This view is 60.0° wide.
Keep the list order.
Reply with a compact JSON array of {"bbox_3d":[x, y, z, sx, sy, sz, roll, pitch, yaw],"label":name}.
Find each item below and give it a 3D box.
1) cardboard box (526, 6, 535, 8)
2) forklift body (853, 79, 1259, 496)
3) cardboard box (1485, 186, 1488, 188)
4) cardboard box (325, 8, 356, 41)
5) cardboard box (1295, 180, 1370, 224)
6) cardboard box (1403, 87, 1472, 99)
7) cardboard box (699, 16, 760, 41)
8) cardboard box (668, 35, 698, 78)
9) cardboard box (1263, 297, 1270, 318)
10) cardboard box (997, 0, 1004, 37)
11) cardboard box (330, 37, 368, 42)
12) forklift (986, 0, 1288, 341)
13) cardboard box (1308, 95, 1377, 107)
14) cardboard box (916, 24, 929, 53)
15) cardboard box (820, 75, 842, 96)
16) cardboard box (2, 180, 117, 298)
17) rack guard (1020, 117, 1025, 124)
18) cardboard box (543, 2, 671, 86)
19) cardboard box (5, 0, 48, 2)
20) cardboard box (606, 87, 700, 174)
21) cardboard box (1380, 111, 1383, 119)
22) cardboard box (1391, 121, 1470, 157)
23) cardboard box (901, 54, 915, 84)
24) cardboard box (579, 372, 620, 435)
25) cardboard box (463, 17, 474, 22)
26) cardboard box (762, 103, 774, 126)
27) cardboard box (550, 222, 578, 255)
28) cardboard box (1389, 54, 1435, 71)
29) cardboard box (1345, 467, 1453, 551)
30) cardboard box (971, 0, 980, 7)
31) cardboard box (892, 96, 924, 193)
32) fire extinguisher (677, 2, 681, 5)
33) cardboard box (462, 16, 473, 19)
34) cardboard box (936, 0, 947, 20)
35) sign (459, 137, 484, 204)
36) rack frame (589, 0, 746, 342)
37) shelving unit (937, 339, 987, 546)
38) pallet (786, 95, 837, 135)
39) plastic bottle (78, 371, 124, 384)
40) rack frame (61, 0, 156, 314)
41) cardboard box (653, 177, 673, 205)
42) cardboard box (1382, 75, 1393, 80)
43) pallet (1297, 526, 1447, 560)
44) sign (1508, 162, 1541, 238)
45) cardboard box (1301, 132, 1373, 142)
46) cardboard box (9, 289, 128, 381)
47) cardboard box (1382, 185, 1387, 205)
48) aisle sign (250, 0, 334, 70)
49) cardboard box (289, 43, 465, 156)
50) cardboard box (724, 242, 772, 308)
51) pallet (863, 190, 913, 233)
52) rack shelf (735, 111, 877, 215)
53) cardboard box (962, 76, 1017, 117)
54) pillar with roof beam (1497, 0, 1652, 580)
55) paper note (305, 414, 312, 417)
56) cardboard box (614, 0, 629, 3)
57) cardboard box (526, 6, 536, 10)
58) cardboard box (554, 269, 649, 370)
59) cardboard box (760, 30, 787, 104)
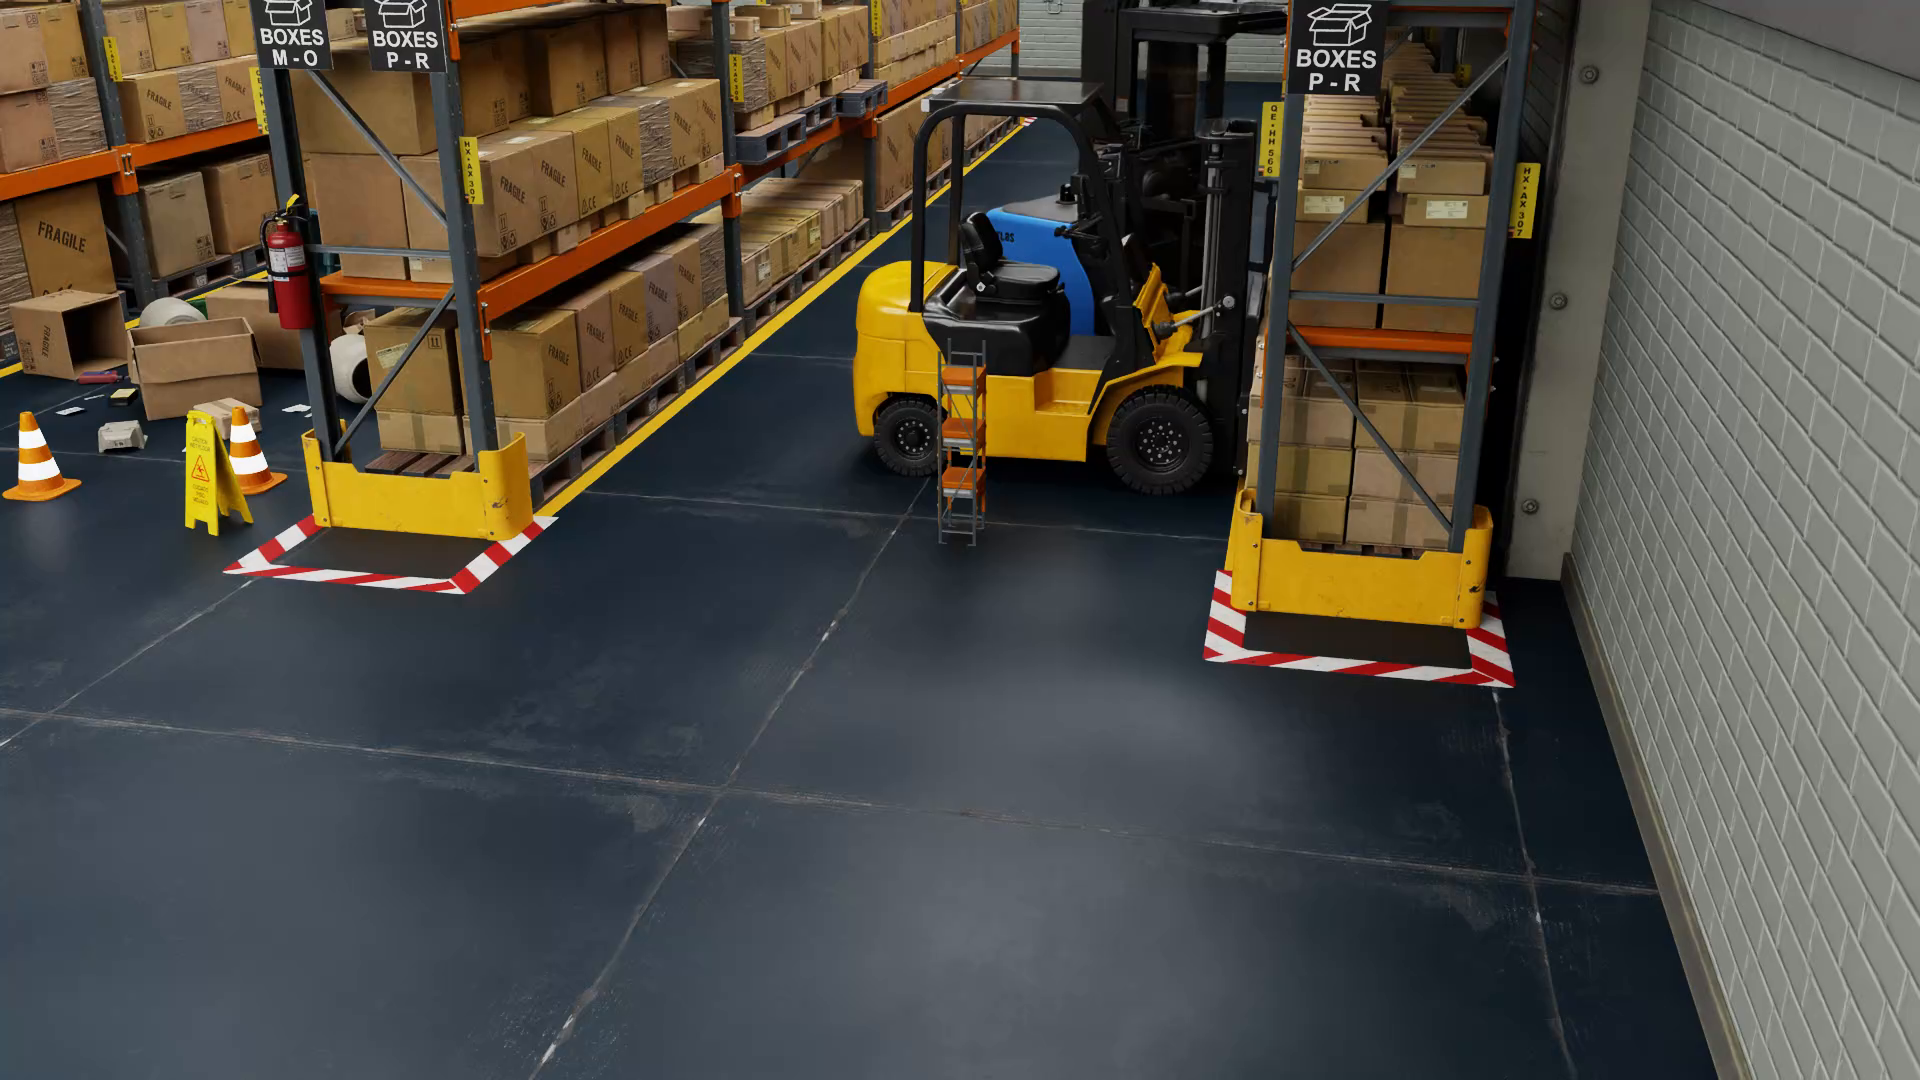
[{"bbox_3d":[-5.254,-6.383,19.666,0.380,0.149,0.250,5,23,13],"label":"cardboard box"},{"bbox_3d":[0.516,-1.524,9.758,2.313,2.155,1.214,4,22,11],"label":"forklift body"},{"bbox_3d":[2.518,-1.903,8.560,0.380,0.149,0.250,5,22,11],"label":"cardboard box"},{"bbox_3d":[-6.281,-5.075,15.966,0.700,0.500,0.500,4,22,11],"label":"cardboard box"},{"bbox_3d":[1.711,-1.580,7.760,0.380,0.149,0.250,5,22,12],"label":"cardboard box"},{"bbox_3d":[2.839,-2.610,9.920,0.380,0.149,0.250,4,22,10],"label":"cardboard box"},{"bbox_3d":[-1.687,-3.750,12.186,0.380,0.149,0.250,4,22,11],"label":"cardboard box"},{"bbox_3d":[-2.259,-3.490,12.410,0.500,0.500,0.500,4,22,10],"label":"cardboard box"},{"bbox_3d":[2.006,-1.217,9.641,0.500,0.250,0.500,4,22,10],"label":"cardboard box"},{"bbox_3d":[0.268,-6.792,21.568,0.500,0.500,0.500,5,22,12],"label":"cardboard box"},{"bbox_3d":[-6.008,-4.589,16.099,0.500,0.500,0.500,4,22,11],"label":"cardboard box"},{"bbox_3d":[1.595,-2.466,11.053,3.031,2.935,1.130,19,29,39],"label":"forklift"},{"bbox_3d":[2.190,-2.462,9.550,0.380,0.149,0.250,4,22,11],"label":"cardboard box"},{"bbox_3d":[-0.631,-5.271,17.458,0.500,0.250,0.500,5,22,12],"label":"cardboard box"},{"bbox_3d":[-1.242,-3.936,14.385,0.380,0.149,0.250,5,22,12],"label":"cardboard box"},{"bbox_3d":[-7.192,-2.250,12.706,0.875,0.875,0.875,5,22,12],"label":"cardboard box"},{"bbox_3d":[0.325,-6.163,23.486,1.175,0.500,0.348,4,22,11],"label":"rack guard"},{"bbox_3d":[-2.431,-3.428,11.481,0.700,0.500,0.500,4,22,10],"label":"cardboard box"},{"bbox_3d":[-10.714,-6.159,18.654,0.797,0.503,0.637,5,22,12],"label":"cardboard box"},{"bbox_3d":[-2.074,-2.739,11.107,0.500,0.500,0.500,5,23,13],"label":"cardboard box"},{"bbox_3d":[3.086,-2.876,11.511,0.500,0.250,0.500,4,22,10],"label":"cardboard box"},{"bbox_3d":[2.413,-2.055,8.540,0.380,0.149,0.250,5,23,13],"label":"cardboard box"},{"bbox_3d":[-0.766,-4.858,17.102,0.500,0.250,0.500,5,23,13],"label":"cardboard box"},{"bbox_3d":[-2.398,-0.841,10.045,0.500,0.250,0.500,5,23,13],"label":"cardboard box"},{"bbox_3d":[-5.571,-5.676,18.307,0.380,0.149,0.250,5,23,13],"label":"cardboard box"},{"bbox_3d":[-1.647,-3.272,12.736,0.380,0.149,0.250,5,22,12],"label":"cardboard box"},{"bbox_3d":[-2.405,-1.727,9.463,0.380,0.149,0.250,5,22,12],"label":"cardboard box"},{"bbox_3d":[3.542,-3.747,13.139,0.380,0.149,0.250,4,22,10],"label":"cardboard box"},{"bbox_3d":[2.207,-0.169,8.376,0.500,0.250,0.500,5,22,11],"label":"cardboard box"},{"bbox_3d":[-0.053,-6.700,20.003,0.500,0.500,0.500,4,22,10],"label":"cardboard box"},{"bbox_3d":[-0.904,-4.169,17.472,0.875,0.875,0.875,5,22,12],"label":"cardboard box"},{"bbox_3d":[-4.044,-7.502,24.068,0.296,0.674,0.183,4,22,11],"label":"fire extinguisher"},{"bbox_3d":[-5.574,-5.808,18.238,0.380,0.149,0.250,4,22,10],"label":"cardboard box"},{"bbox_3d":[-0.440,-5.988,18.235,0.500,0.500,0.500,5,22,12],"label":"cardboard box"},{"bbox_3d":[-2.414,-1.822,8.204,0.100,0.325,0.005,4,22,11],"label":"sign"},{"bbox_3d":[-2.129,-2.925,12.100,1.000,3.000,0.127,4,22,11],"label":"rack frame"},{"bbox_3d":[0.011,-0.507,8.706,0.215,1.050,0.252,4,22,11],"label":"shelving unit"},{"bbox_3d":[-1.677,-3.571,13.963,1.003,0.211,1.213,4,22,11],"label":"pallet"},{"bbox_3d":[-5.970,-1.135,11.590,0.283,0.061,0.133,-3,22,-8],"label":"plastic bottle"},{"bbox_3d":[-6.995,-3.265,12.945,1.000,3.000,0.127,4,22,11],"label":"rack frame"},{"bbox_3d":[-2.100,-2.295,10.874,0.380,0.149,0.250,4,22,10],"label":"cardboard box"},{"bbox_3d":[3.171,-3.192,11.763,0.380,0.149,0.250,4,22,11],"label":"cardboard box"},{"bbox_3d":[2.030,-0.074,8.755,1.003,0.211,1.213,4,22,11],"label":"pallet"},{"bbox_3d":[2.457,-1.479,7.245,0.100,0.325,0.005,4,22,11],"label":"sign"},{"bbox_3d":[1.828,-1.907,8.174,0.380,0.149,0.250,5,22,12],"label":"cardboard box"},{"bbox_3d":[-6.308,-1.461,11.808,0.500,0.500,0.500,8,23,20],"label":"cardboard box"},{"bbox_3d":[2.471,-1.668,8.845,0.500,0.500,0.500,4,22,10],"label":"cardboard box"},{"bbox_3d":[-3.242,-2.667,7.981,0.394,0.787,0.004,4,22,11],"label":"aisle sign"},{"bbox_3d":[-3.055,-2.313,8.712,0.700,0.500,0.500,4,22,10],"label":"cardboard box"},{"bbox_3d":[-2.024,-2.092,12.989,0.950,0.372,0.625,5,22,12],"label":"cardboard box"},{"bbox_3d":[-1.078,-3.377,16.955,1.003,0.211,1.213,4,22,11],"label":"pallet"},{"bbox_3d":[-1.721,-3.322,14.051,1.077,0.370,4.000,4,22,11],"label":"rack shelf"},{"bbox_3d":[0.283,-6.071,22.779,0.875,0.438,0.875,4,22,9],"label":"cardboard box"},{"bbox_3d":[-1.275,-4.382,7.687,9.100,9.000,0.400,4,22,11],"label":"pillar with roof beam"},{"bbox_3d":[-4.243,-0.825,10.888,0.032,0.001,0.123,4,22,11],"label":"paper note"},{"bbox_3d":[-4.703,-7.098,21.931,0.500,0.500,0.500,6,23,14],"label":"cardboard box"},{"bbox_3d":[-5.251,-6.246,19.724,0.380,0.149,0.250,5,23,13],"label":"cardboard box"},{"bbox_3d":[-2.293,-1.386,10.394,0.500,0.500,0.500,5,22,12],"label":"cardboard box"},{"bbox_3d":[-1.651,-3.637,12.774,0.500,0.500,0.500,5,22,11],"label":"cardboard box"}]
